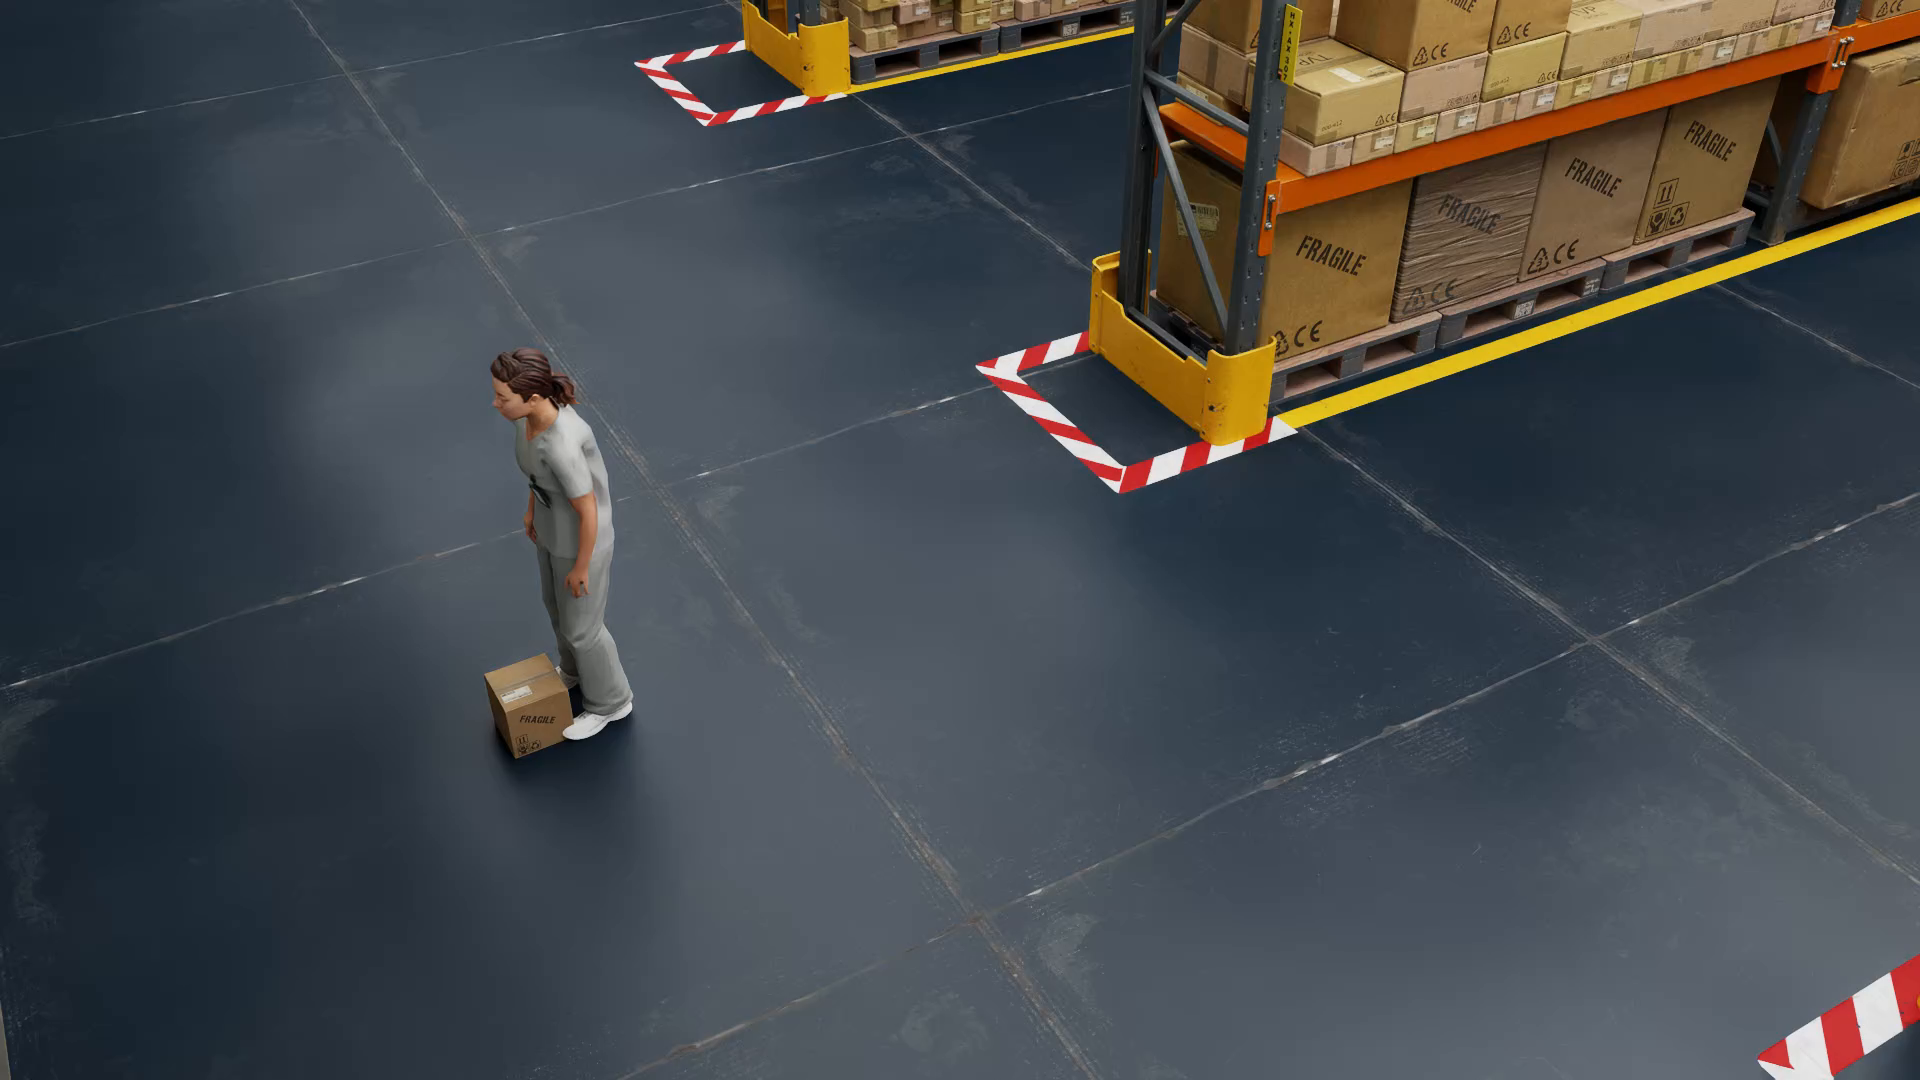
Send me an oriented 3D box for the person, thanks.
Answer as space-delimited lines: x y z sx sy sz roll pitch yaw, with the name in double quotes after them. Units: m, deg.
-1.464 -0.001 6.152 0.356 1.673 0.508 -21 42 -25 "person"
